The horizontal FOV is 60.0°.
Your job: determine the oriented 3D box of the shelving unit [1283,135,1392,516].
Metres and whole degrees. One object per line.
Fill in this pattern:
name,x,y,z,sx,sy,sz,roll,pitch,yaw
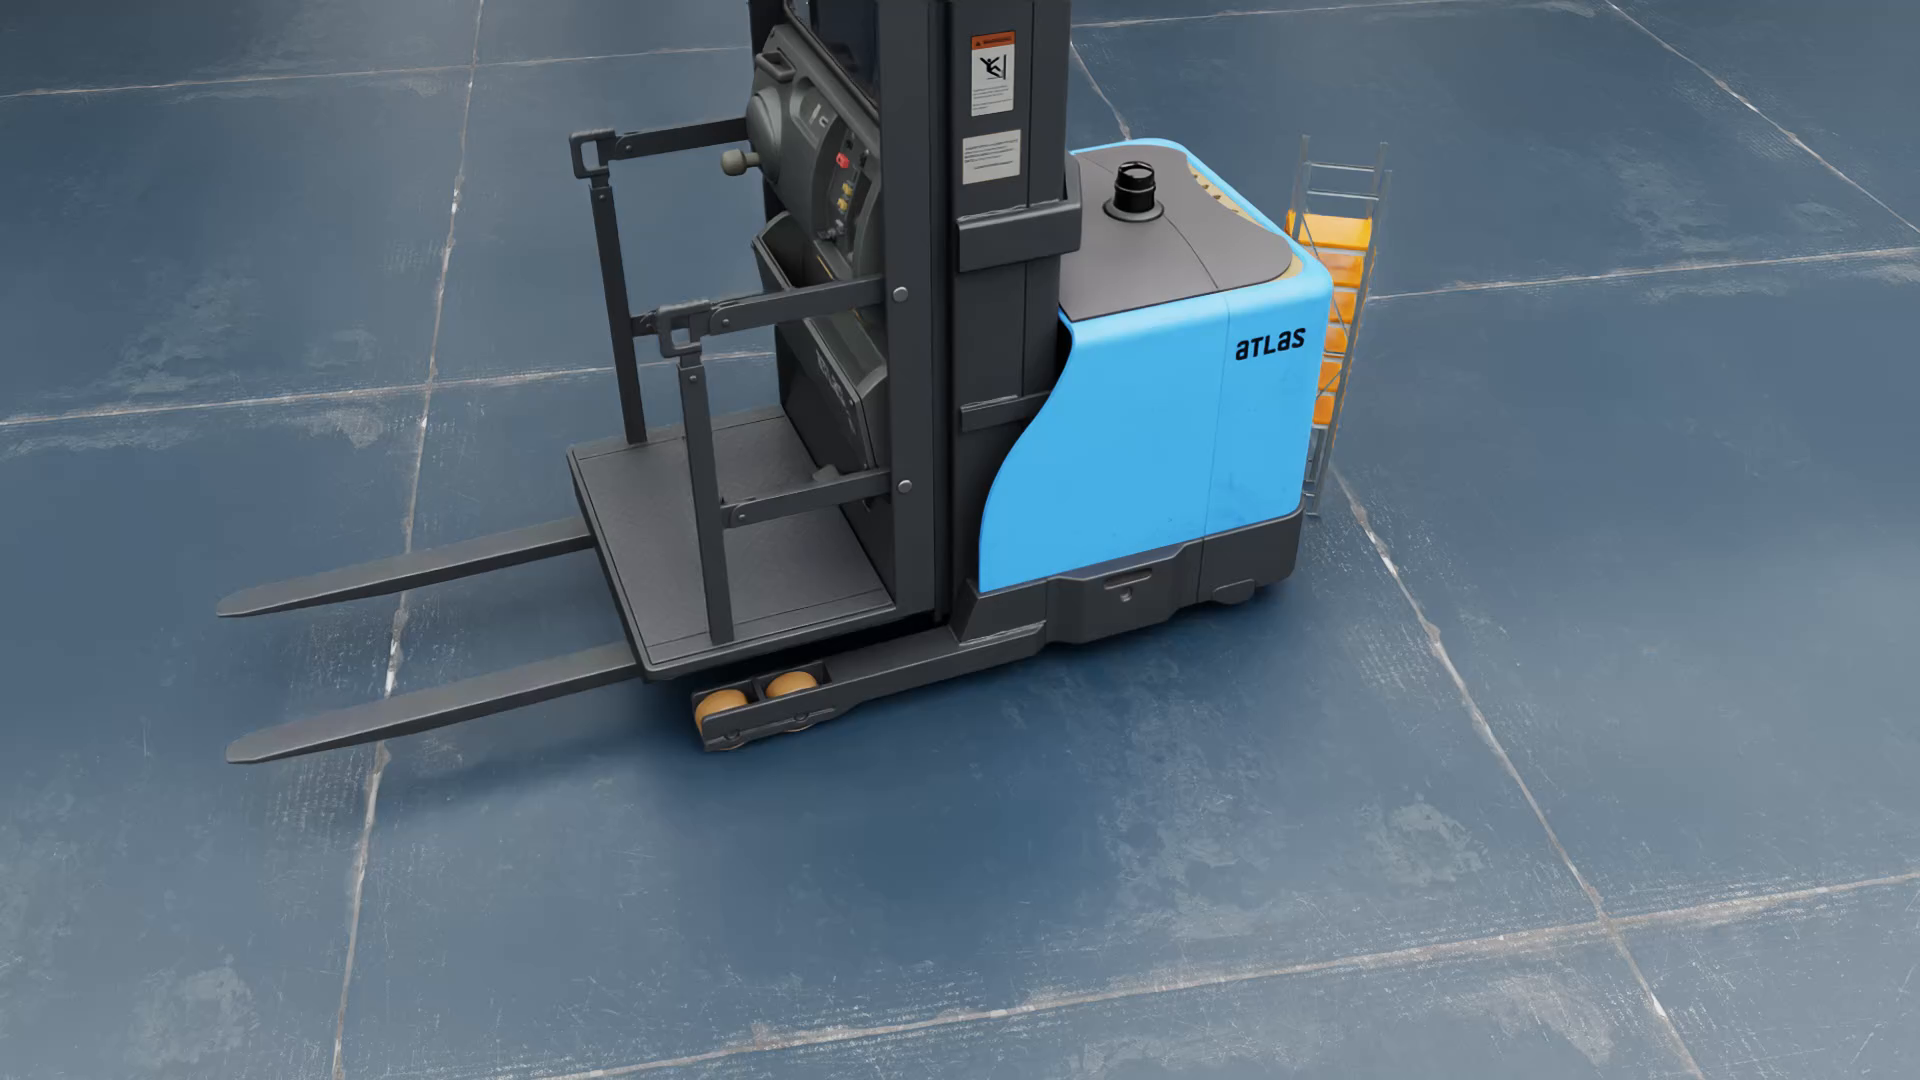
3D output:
shelving unit,1.066,-0.620,5.060,0.258,1.200,0.189,6,38,4

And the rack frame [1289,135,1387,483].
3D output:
rack frame,1.078,-0.675,5.132,0.240,1.200,0.006,6,38,4

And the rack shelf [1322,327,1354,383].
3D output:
rack shelf,1.064,-0.585,5.087,0.258,0.103,0.180,6,38,4

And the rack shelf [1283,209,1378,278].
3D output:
rack shelf,1.079,-0.868,4.866,0.258,0.103,0.180,6,38,4

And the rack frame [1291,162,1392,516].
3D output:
rack frame,1.054,-0.564,4.988,0.240,1.200,0.006,6,38,4

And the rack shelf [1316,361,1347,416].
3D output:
rack shelf,1.059,-0.490,5.161,0.258,0.103,0.180,6,38,4

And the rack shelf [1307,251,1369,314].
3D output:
rack shelf,1.074,-0.774,4.940,0.258,0.103,0.180,6,38,4

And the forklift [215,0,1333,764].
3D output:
forklift,-0.554,-0.955,4.090,3.031,2.935,1.130,-14,40,-17

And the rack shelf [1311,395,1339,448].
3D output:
rack shelf,1.054,-0.396,5.235,0.258,0.103,0.180,6,38,4

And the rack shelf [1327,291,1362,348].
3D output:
rack shelf,1.069,-0.679,5.014,0.258,0.103,0.180,6,38,4
